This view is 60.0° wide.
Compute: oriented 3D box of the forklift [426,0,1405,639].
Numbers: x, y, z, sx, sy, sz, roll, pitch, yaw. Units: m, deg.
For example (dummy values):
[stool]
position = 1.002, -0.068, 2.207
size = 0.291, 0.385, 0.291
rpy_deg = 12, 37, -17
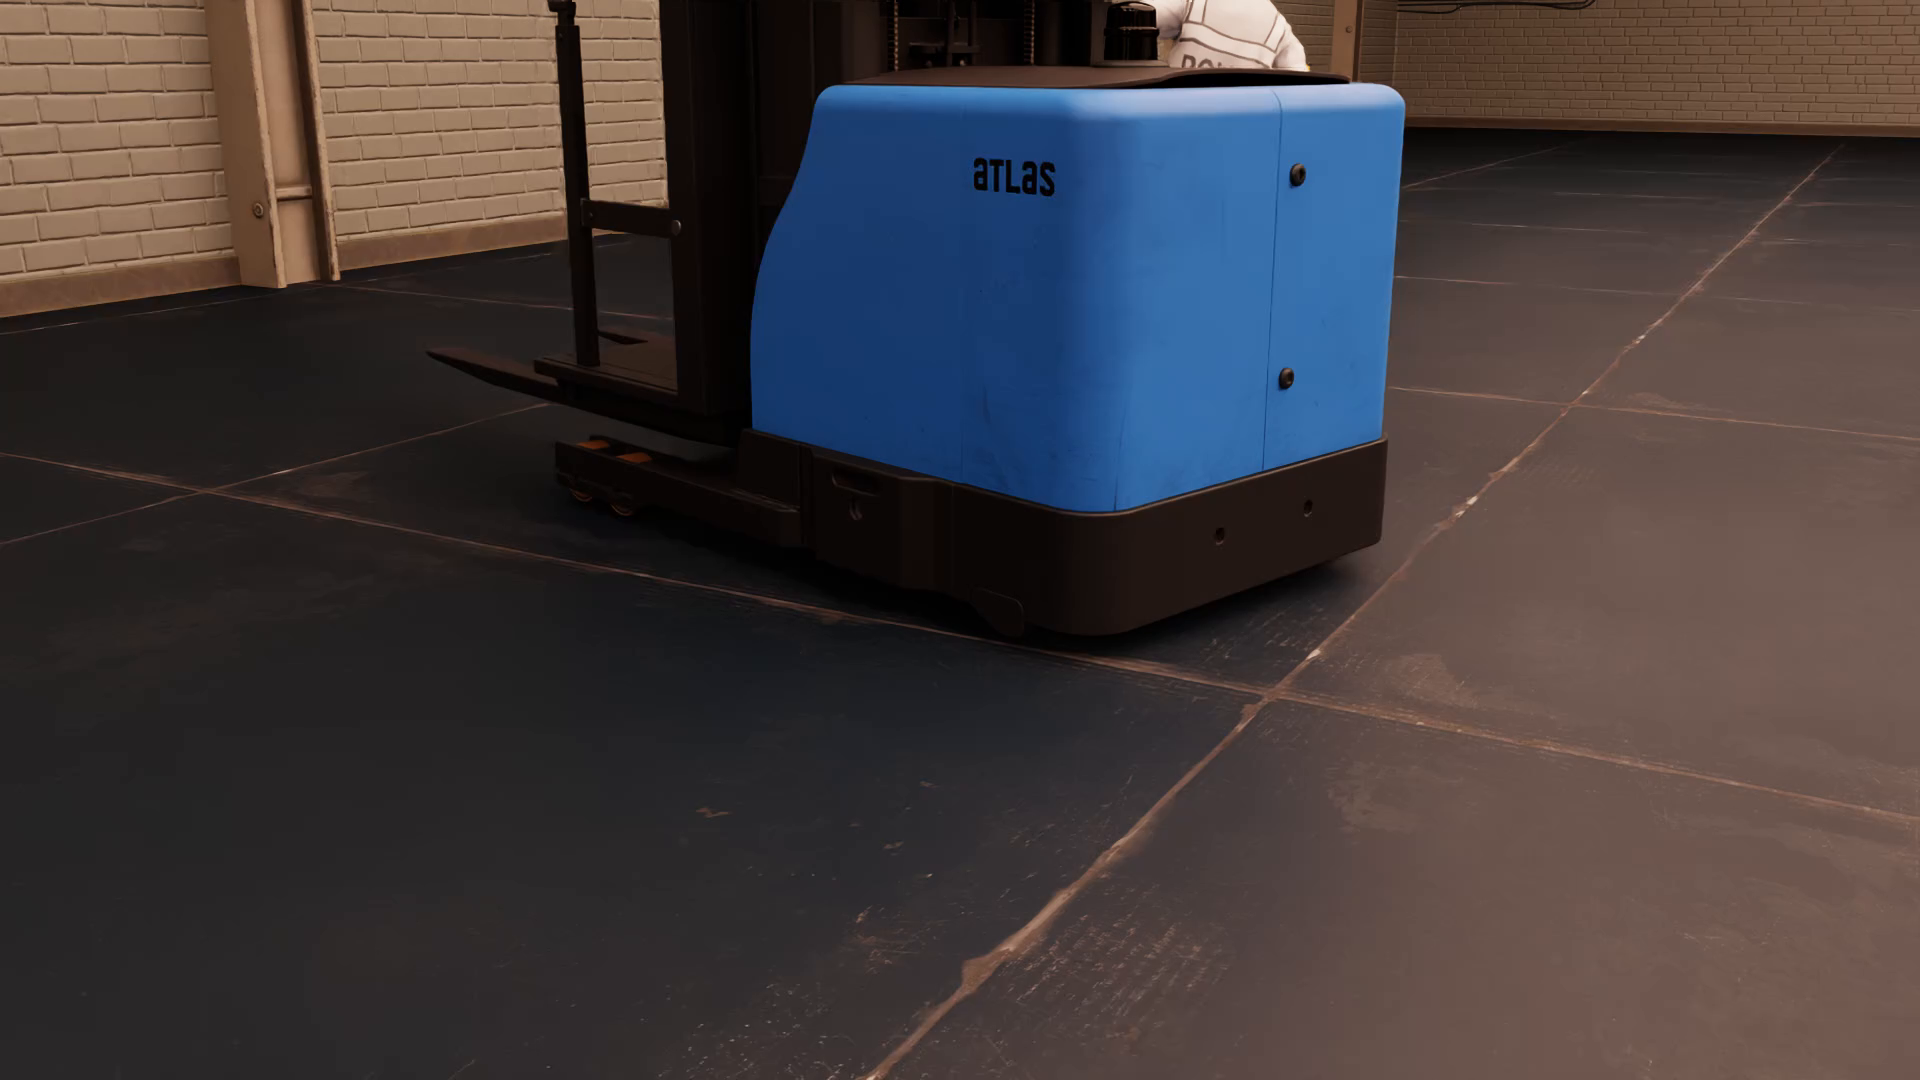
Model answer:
[forklift]
position = -0.418, -1.553, 4.125
size = 1.130, 2.935, 3.031
rpy_deg = -15, 22, -41

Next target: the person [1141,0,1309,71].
[person]
position = 0.698, -1.087, 5.210
size = 1.116, 1.580, 0.634
rpy_deg = -1, 16, -4
